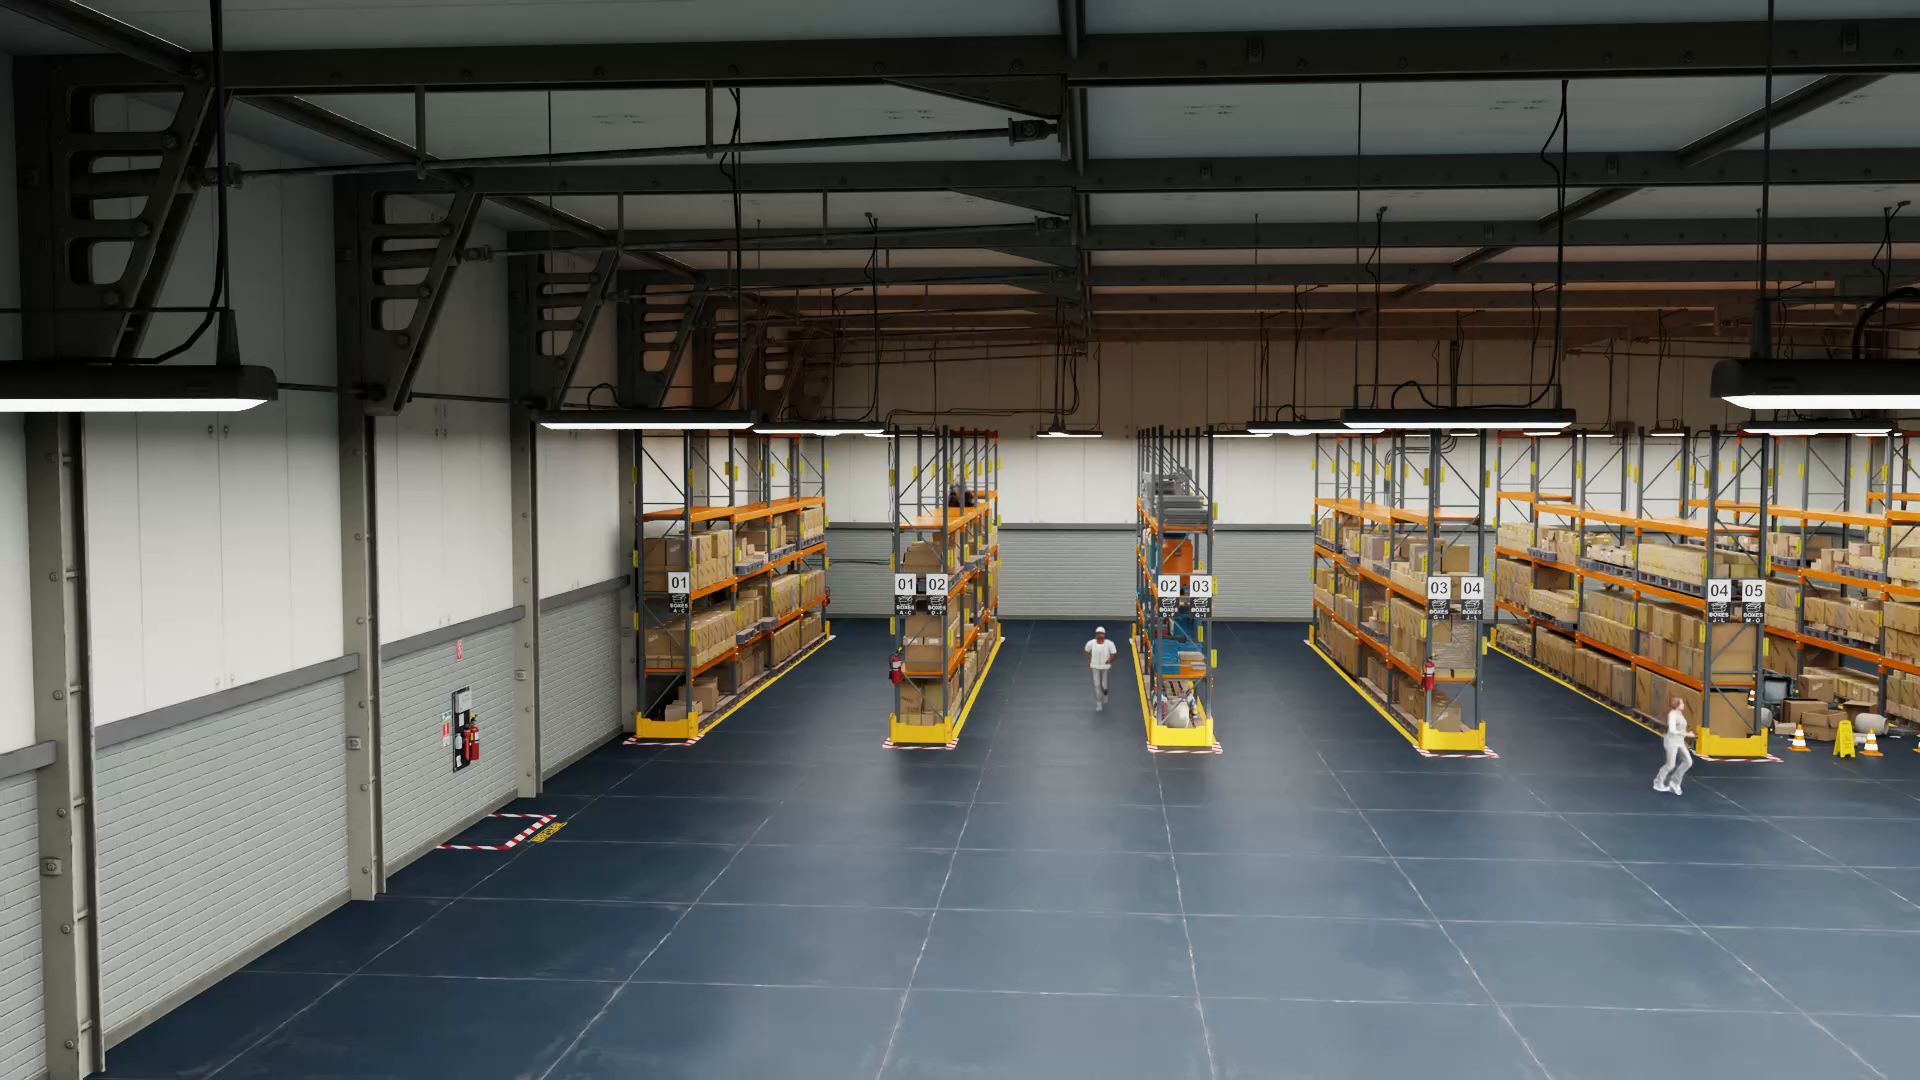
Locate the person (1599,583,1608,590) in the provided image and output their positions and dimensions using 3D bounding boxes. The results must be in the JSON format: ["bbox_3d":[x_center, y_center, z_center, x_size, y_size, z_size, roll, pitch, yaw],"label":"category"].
[{"bbox_3d":[18.374,2.063,47.278,0.902,1.671,0.587,0,3,7],"label":"person"}]

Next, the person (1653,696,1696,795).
[{"bbox_3d":[11.544,3.323,26.805,0.670,1.624,0.566,3,5,44],"label":"person"}]

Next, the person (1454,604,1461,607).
[{"bbox_3d":[13.573,2.116,45.629,0.682,1.726,0.607,0,3,5],"label":"person"}]

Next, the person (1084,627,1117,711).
[{"bbox_3d":[2.980,2.719,35.347,0.706,1.758,0.791,0,3,7],"label":"person"}]
